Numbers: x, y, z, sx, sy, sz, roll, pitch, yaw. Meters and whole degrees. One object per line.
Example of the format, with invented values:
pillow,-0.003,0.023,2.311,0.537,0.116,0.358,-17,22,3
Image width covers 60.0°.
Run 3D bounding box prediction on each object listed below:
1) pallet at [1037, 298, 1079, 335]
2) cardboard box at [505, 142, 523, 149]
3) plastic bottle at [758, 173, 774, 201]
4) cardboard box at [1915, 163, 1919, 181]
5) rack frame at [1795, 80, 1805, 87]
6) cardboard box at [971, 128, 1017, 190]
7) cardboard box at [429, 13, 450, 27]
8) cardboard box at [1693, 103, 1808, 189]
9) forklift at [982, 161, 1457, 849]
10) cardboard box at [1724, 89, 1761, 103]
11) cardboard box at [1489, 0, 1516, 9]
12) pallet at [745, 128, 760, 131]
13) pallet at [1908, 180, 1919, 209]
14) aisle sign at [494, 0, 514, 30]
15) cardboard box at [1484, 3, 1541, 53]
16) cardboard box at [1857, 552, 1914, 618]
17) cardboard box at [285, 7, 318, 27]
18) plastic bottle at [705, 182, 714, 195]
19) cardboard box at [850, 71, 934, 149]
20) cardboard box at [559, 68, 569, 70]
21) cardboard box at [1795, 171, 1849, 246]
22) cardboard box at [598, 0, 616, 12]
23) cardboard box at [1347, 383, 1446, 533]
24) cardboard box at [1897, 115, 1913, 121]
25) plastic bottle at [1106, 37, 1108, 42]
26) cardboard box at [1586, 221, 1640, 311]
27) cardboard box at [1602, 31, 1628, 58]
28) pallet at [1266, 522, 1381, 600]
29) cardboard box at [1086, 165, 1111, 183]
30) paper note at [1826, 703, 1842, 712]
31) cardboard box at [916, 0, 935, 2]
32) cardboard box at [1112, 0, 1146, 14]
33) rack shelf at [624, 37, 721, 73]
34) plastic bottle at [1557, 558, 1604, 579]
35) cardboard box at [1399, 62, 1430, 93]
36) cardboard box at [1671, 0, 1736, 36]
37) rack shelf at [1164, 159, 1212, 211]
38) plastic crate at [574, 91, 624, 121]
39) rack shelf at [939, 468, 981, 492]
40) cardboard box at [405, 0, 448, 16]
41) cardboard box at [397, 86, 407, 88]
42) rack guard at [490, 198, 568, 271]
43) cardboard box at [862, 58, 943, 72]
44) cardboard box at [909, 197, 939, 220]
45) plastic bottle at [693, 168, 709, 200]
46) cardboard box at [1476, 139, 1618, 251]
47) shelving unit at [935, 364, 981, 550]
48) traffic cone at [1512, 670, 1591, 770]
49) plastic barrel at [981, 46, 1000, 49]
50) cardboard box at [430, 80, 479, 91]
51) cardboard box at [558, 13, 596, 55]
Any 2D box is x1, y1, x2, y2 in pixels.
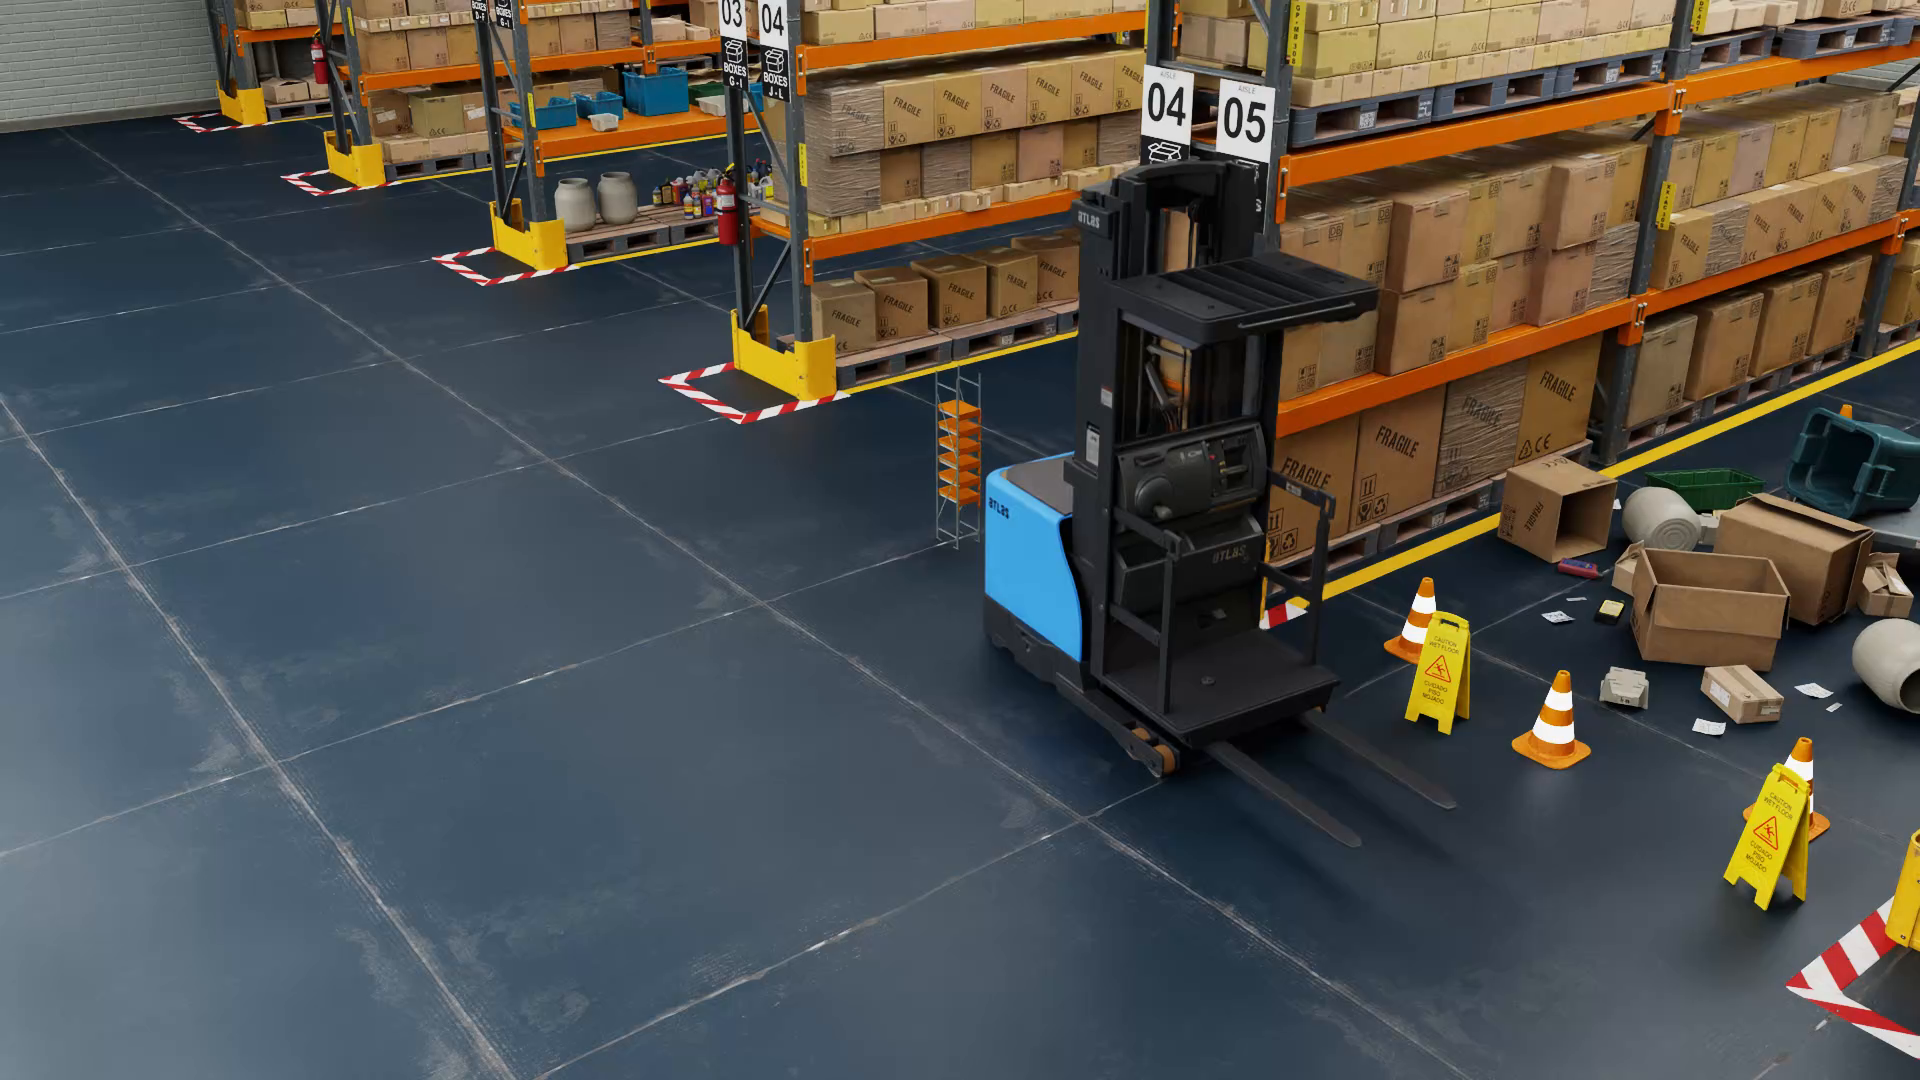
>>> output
pallet,1.081,-2.300,15.955,1.213,0.211,1.003,-18,31,-34
cardboard box,-5.929,-5.393,22.074,0.500,0.250,0.500,-18,31,-34
plastic bottle,-2.202,-3.993,18.916,0.185,0.351,0.144,-18,31,-34
cardboard box,8.193,-3.247,14.482,0.250,0.149,0.380,-19,31,-35
rack frame,11.031,-6.868,22.486,0.127,3.000,1.000,-18,31,-34
cardboard box,0.030,-3.437,14.621,0.500,0.500,0.875,-18,31,-34
cardboard box,-6.625,-6.564,20.940,0.250,0.149,0.380,-19,31,-35
cardboard box,6.156,-3.108,13.077,0.500,0.500,0.700,-19,31,-35
forklift,1.322,-0.325,8.469,1.130,2.935,3.031,-14,28,-28
cardboard box,9.861,-5.666,21.920,0.875,0.875,0.875,-18,31,-34
cardboard box,3.083,-3.265,9.892,0.250,0.149,0.380,-18,30,-33
pallet,-3.005,-6.292,24.557,1.213,0.211,1.003,-18,31,-34
pallet,8.212,-3.254,14.927,1.003,0.211,1.213,-18,31,-34
aisle sign,-4.492,-5.416,16.269,0.004,0.787,0.394,-18,31,-34
cardboard box,3.150,-3.140,10.097,0.500,0.250,0.500,-18,31,-34
cardboard box,5.738,0.272,10.347,0.258,0.266,0.396,5,25,11
cardboard box,-9.749,-7.737,24.512,0.500,0.250,0.500,-19,31,-36
plastic bottle,-2.880,-4.014,19.136,0.097,0.201,0.097,0,25,0
cardboard box,-0.561,-3.526,13.625,0.500,0.500,0.500,-18,31,-34
cardboard box,-6.637,-8.087,27.559,0.500,0.500,0.700,-19,31,-35
cardboard box,6.741,-2.701,13.389,0.500,0.500,0.500,-19,31,-35
cardboard box,-4.799,-7.168,22.243,0.250,0.149,0.380,-19,31,-35
cardboard box,2.605,-0.697,11.213,0.875,0.875,0.875,-19,31,-35
cardboard box,8.410,-3.594,14.523,0.250,0.149,0.380,-19,31,-35
plastic bottle,1.916,-6.684,22.228,0.133,0.283,0.061,-18,31,-34
cardboard box,4.286,-2.050,11.926,0.550,0.550,0.875,-18,31,-34
cardboard box,4.079,-3.231,10.766,0.250,0.149,0.380,-18,30,-33
pallet,2.002,-0.012,11.024,1.213,0.211,1.003,-18,31,-34
cardboard box,1.164,-3.377,15.262,0.250,0.149,0.380,-18,31,-34
paper note,4.857,0.929,9.237,0.123,0.001,0.032,-18,31,-34
cardboard box,-0.362,-4.431,13.376,0.250,0.149,0.380,-18,31,-34
cardboard box,1.390,-4.839,14.728,0.500,0.250,0.500,-17,30,-32
rack shelf,-2.948,-7.227,24.114,4.000,0.370,1.077,-18,31,-34
plastic bottle,4.030,0.190,10.768,0.283,0.061,0.133,15,29,29
cardboard box,2.486,-2.705,9.634,0.250,0.149,0.380,-18,30,-34
cardboard box,5.198,-3.691,11.620,0.396,0.266,0.258,-19,31,-35
rack shelf,3.162,-3.944,17.040,4.000,0.370,1.077,-18,31,-34
plastic crate,-3.892,-4.681,17.951,0.408,0.251,0.499,-18,31,-34
rack shelf,-0.011,-0.391,11.059,0.180,0.103,0.258,-18,31,-34
cardboard box,-6.842,-6.898,20.890,0.500,0.500,0.700,-19,31,-35
cardboard box,-8.852,-7.171,26.003,0.250,0.149,0.380,-21,32,-38
rack guard,-4.585,-3.254,17.668,0.348,0.500,1.175,-18,31,-34
cardboard box,-0.494,-3.832,14.283,0.500,0.500,0.500,-18,31,-34
cardboard box,-0.389,-2.846,14.118,0.250,0.149,0.380,-18,31,-34
plastic bottle,-2.989,-4.110,19.167,0.185,0.351,0.144,-17,30,-32
cardboard box,3.897,-2.374,11.341,0.550,0.550,0.875,-18,31,-34
shelving unit,-0.011,-0.540,10.989,0.189,1.200,0.258,-18,31,-34
traffic cone,3.145,0.903,8.755,0.334,0.463,0.336,-18,31,-34
plastic barrel,0.338,-5.932,20.308,0.433,0.535,0.433,0,25,0
cardboard box,-6.653,-5.781,22.019,0.500,0.500,0.500,-18,31,-34
cardboard box,-5.278,-6.823,22.269,0.500,0.500,0.700,-19,31,-35
